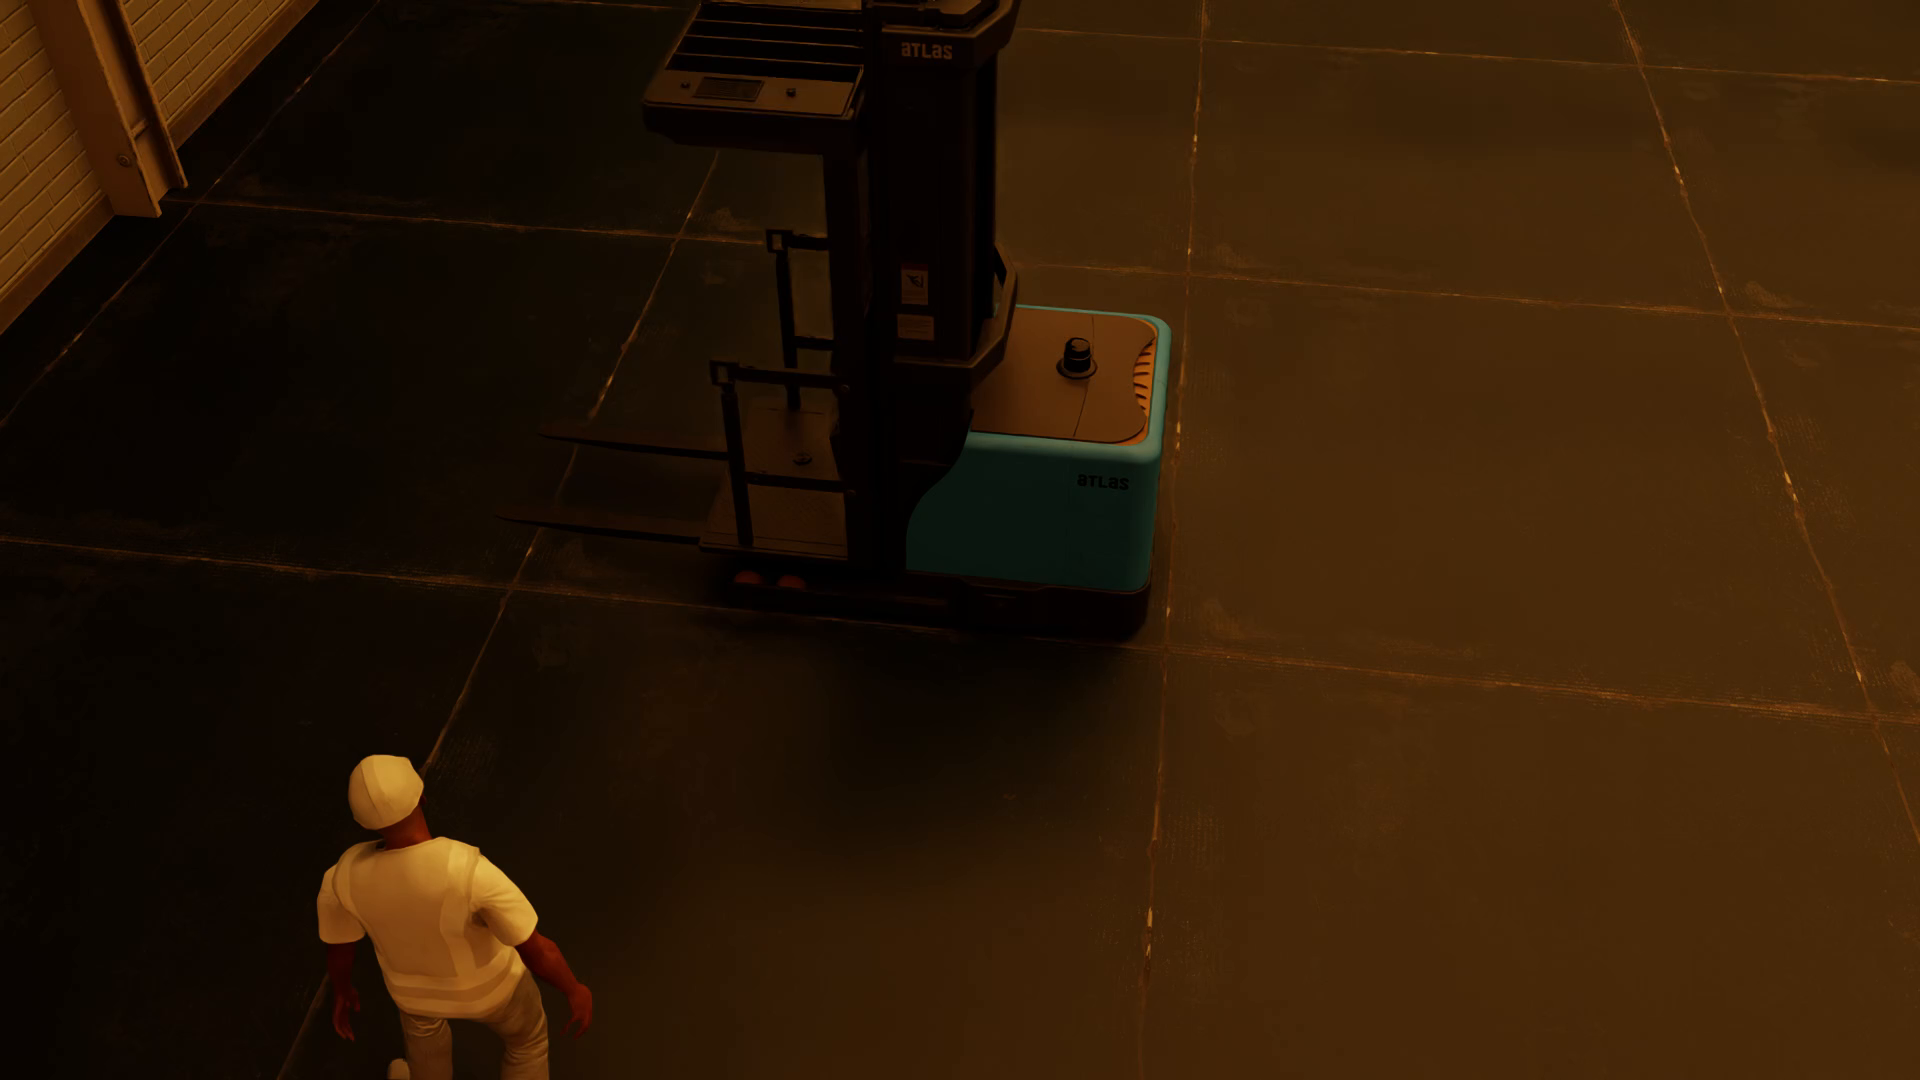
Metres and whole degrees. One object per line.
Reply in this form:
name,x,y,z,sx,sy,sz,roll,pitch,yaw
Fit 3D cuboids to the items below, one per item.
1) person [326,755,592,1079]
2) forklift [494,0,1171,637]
person,-1.567,1.336,5.185,0.899,1.732,0.474,5,43,5
forklift,-0.611,-1.106,6.928,3.031,2.935,1.130,6,43,6
